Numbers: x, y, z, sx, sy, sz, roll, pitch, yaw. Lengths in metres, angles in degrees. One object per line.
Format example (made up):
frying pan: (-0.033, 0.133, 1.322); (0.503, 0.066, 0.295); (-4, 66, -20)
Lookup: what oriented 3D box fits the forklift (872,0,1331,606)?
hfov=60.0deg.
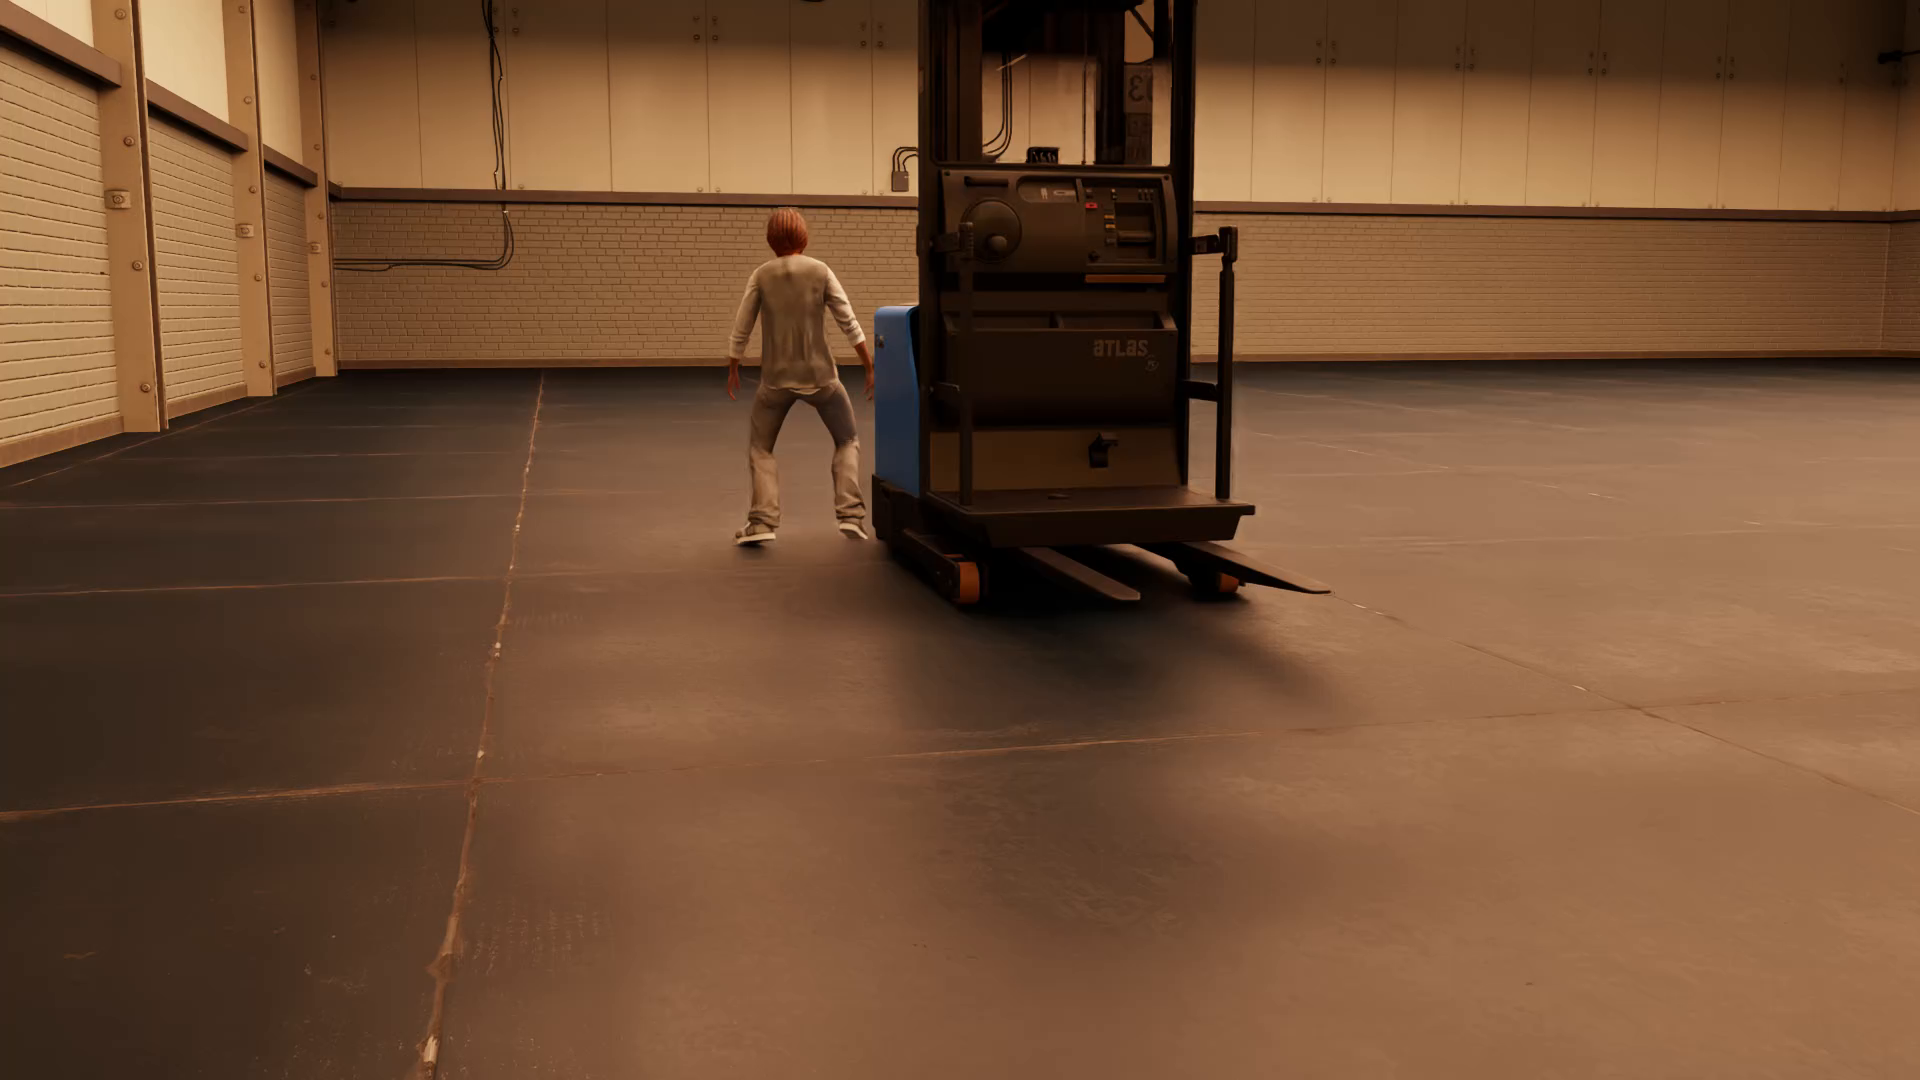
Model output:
forklift: (0.438, -1.270, 6.210); (1.130, 2.935, 3.031); (-2, 8, -13)

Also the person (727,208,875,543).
person: (-0.734, -0.740, 7.608); (0.708, 1.529, 0.470); (0, 8, 3)
